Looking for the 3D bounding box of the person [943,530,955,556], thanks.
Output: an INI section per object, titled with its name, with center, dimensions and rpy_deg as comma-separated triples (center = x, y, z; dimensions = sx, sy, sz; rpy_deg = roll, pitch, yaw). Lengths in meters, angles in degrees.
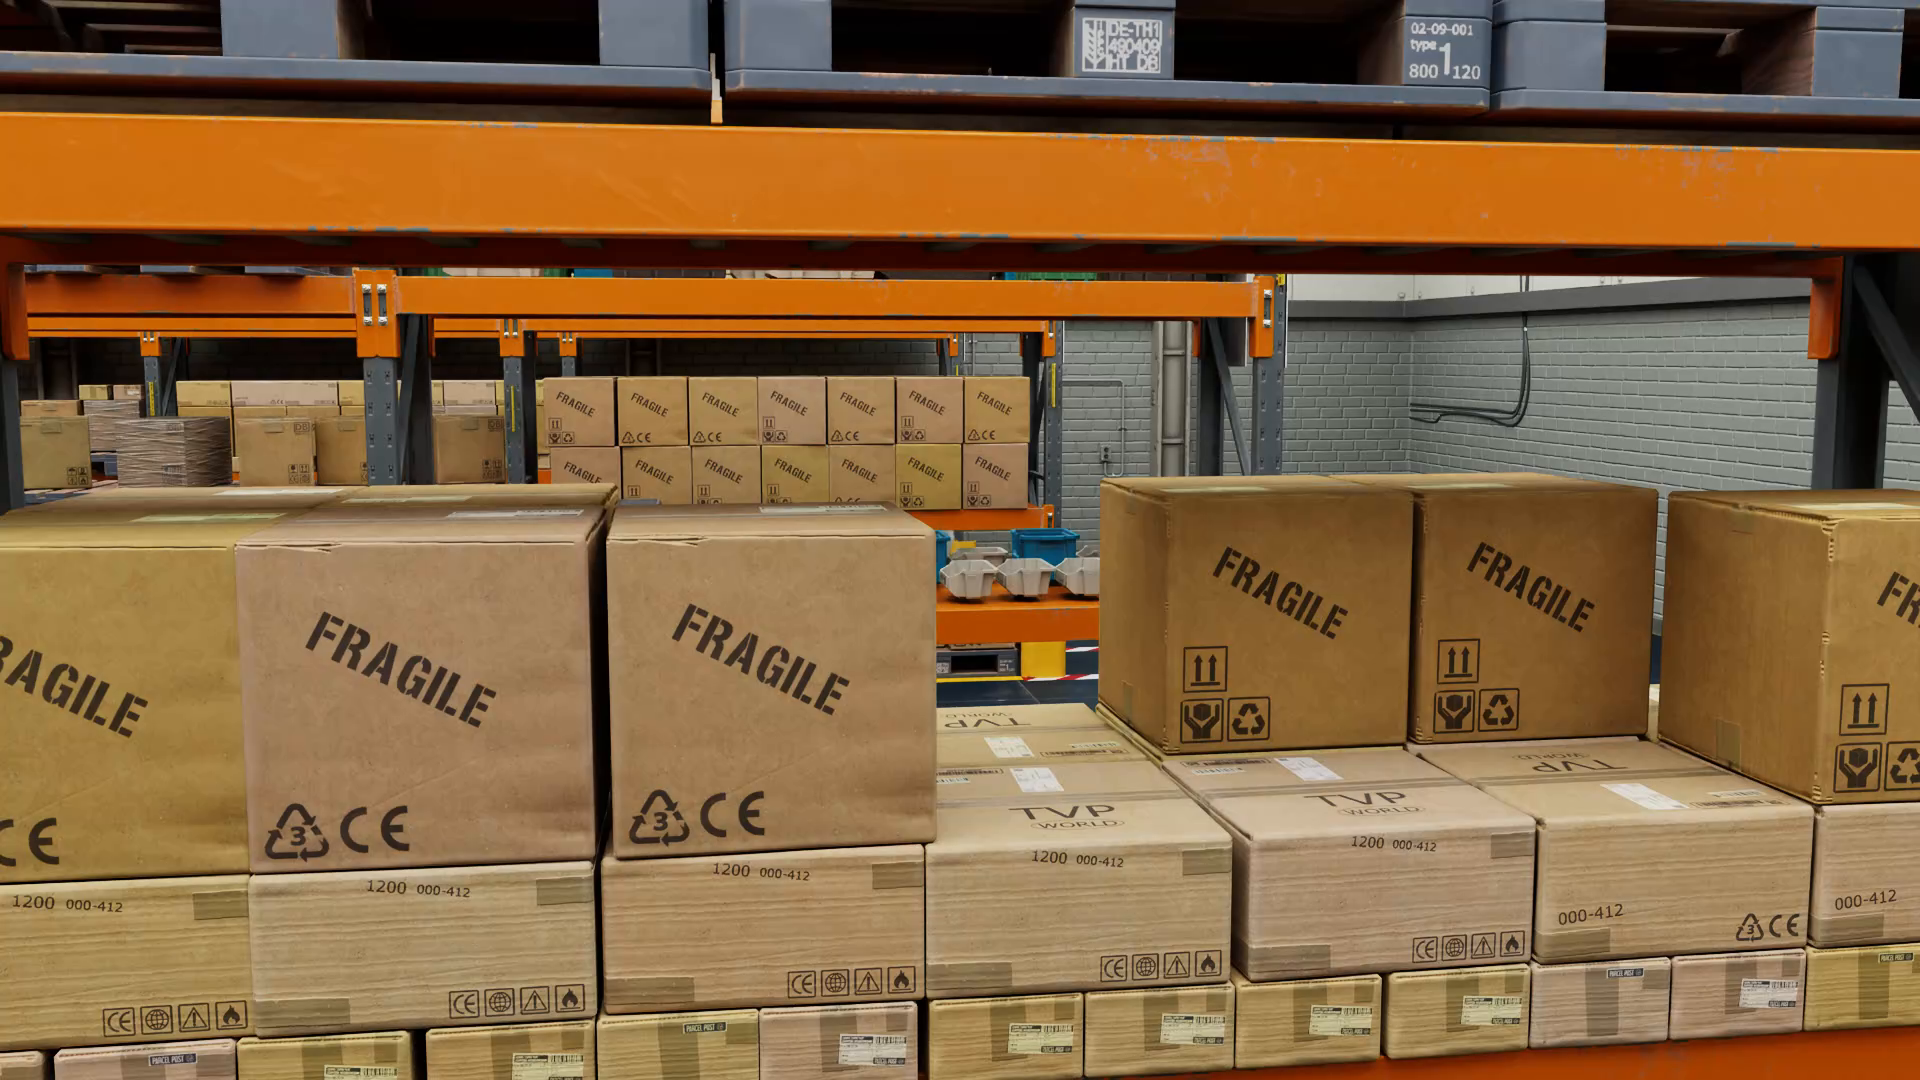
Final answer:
[person]
center = -0.500, 0.190, 14.674
dimensions = 0.900, 1.313, 0.561
rpy_deg = -1, 6, -11
